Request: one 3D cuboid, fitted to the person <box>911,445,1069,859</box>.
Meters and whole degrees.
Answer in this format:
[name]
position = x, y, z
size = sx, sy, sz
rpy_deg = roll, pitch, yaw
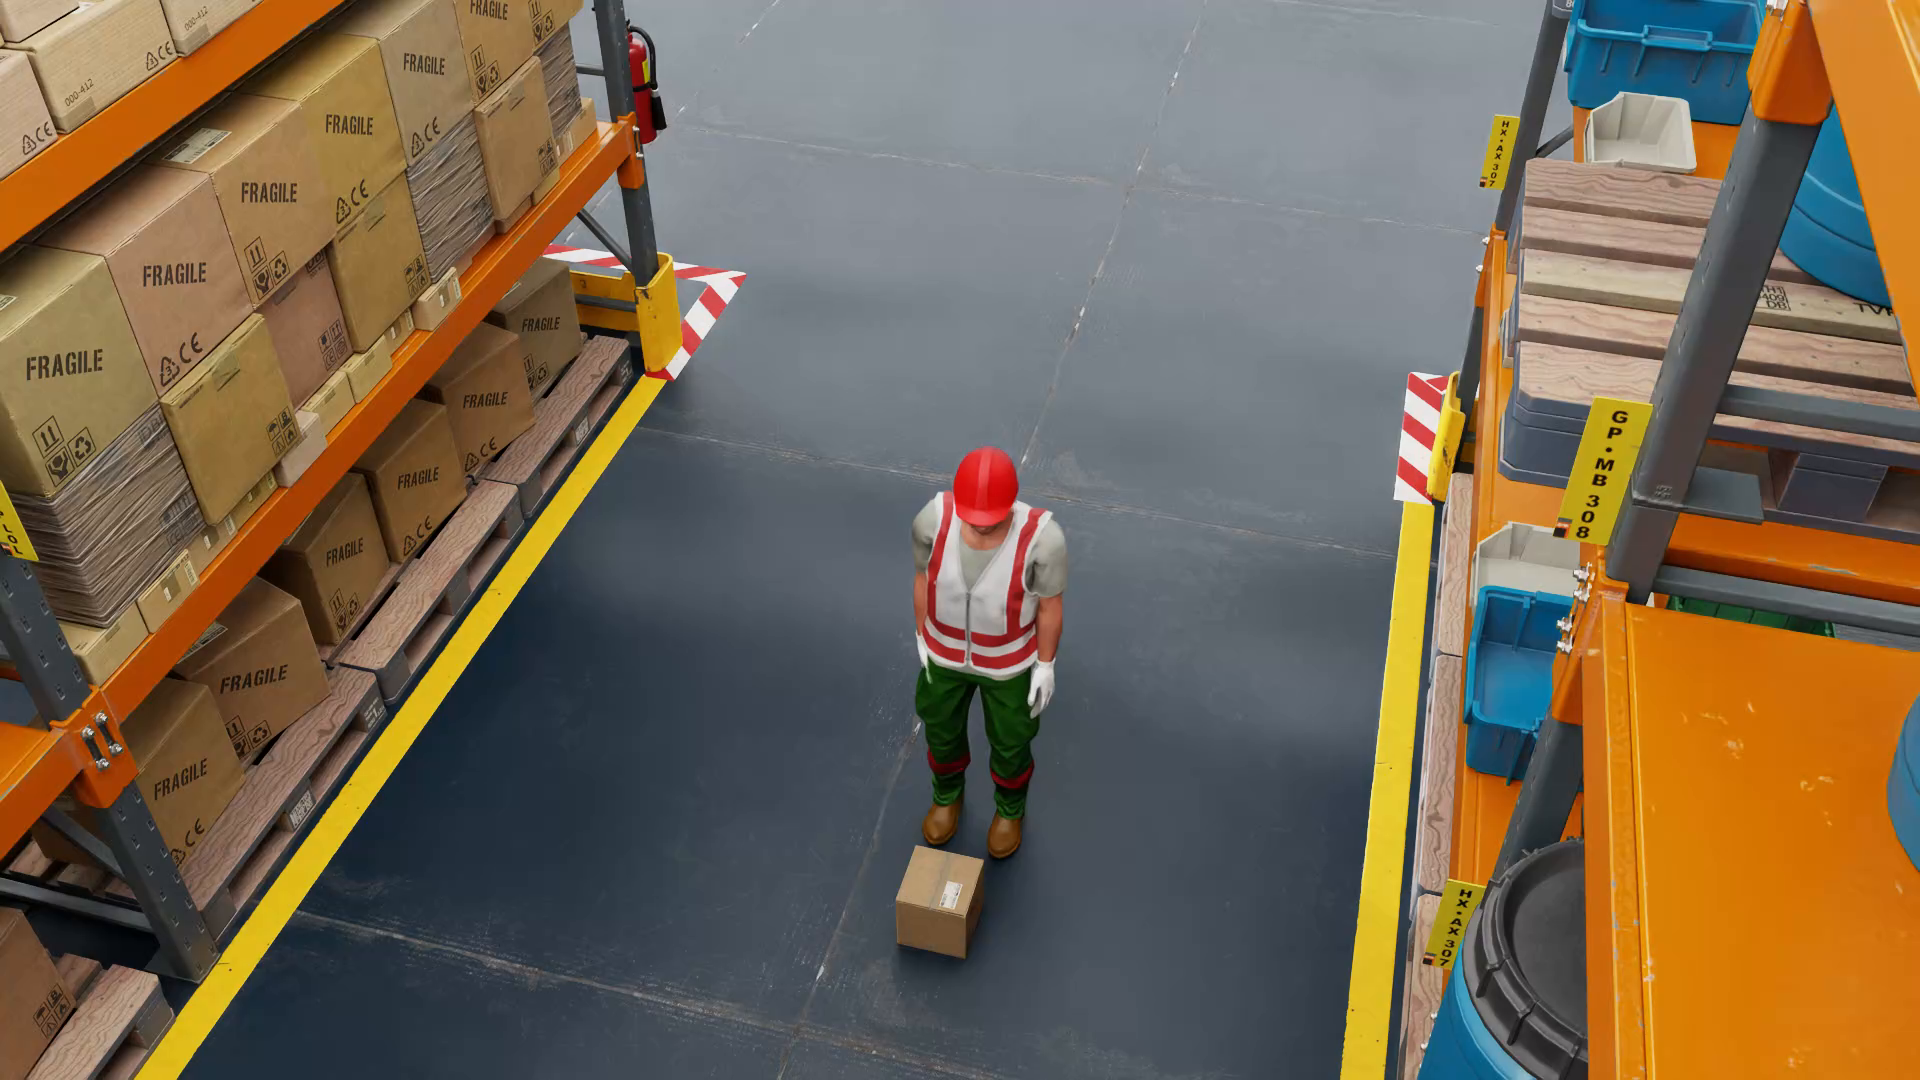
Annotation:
[person]
position = 0.084, 0.394, 5.690
size = 0.529, 1.775, 0.364
rpy_deg = 11, 42, 12
